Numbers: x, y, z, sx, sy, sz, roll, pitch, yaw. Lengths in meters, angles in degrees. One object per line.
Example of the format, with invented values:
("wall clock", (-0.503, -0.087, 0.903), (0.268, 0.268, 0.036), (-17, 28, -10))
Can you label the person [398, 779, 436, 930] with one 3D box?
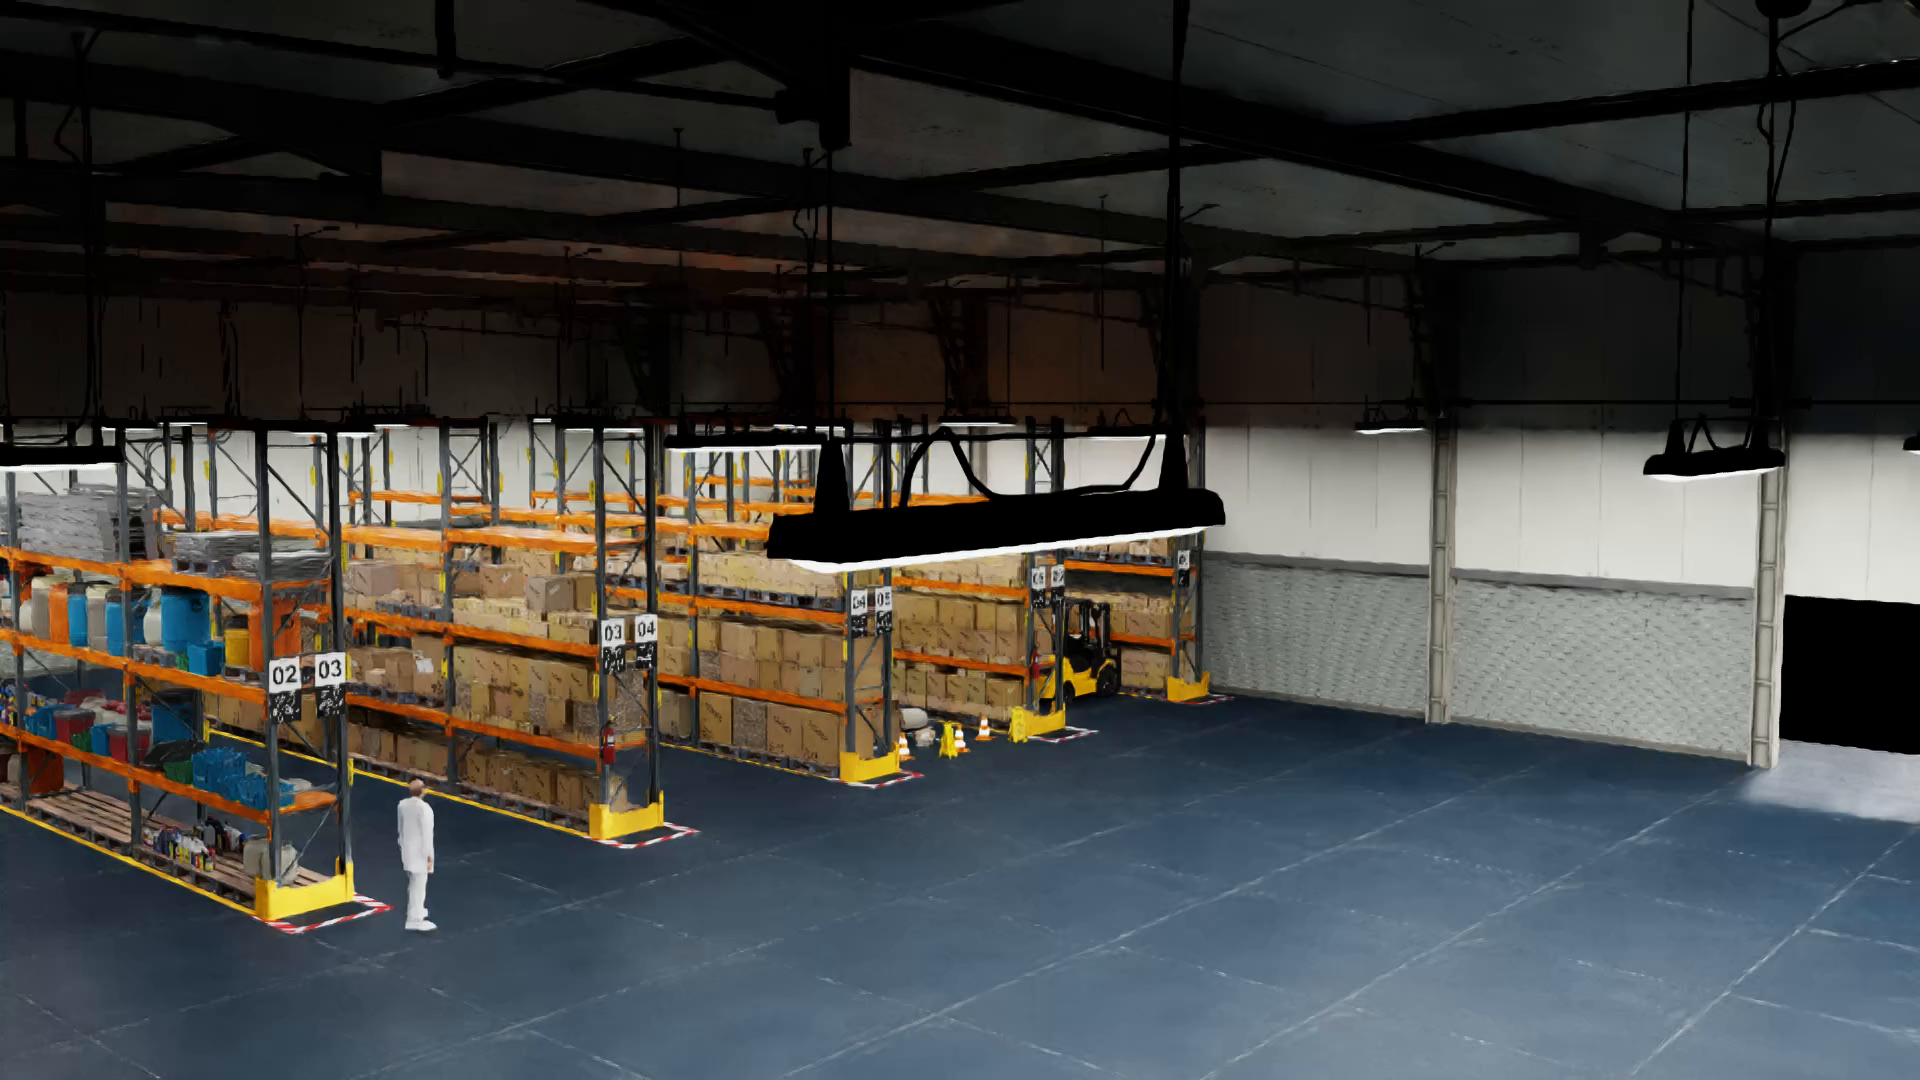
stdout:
("person", (-6.547, 3.763, 20.103), (0.751, 1.774, 0.546), (3, 6, 36))

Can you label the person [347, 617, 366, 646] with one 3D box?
("person", (-14.430, 2.204, 39.834), (0.488, 1.644, 0.686), (1, 5, 15))
